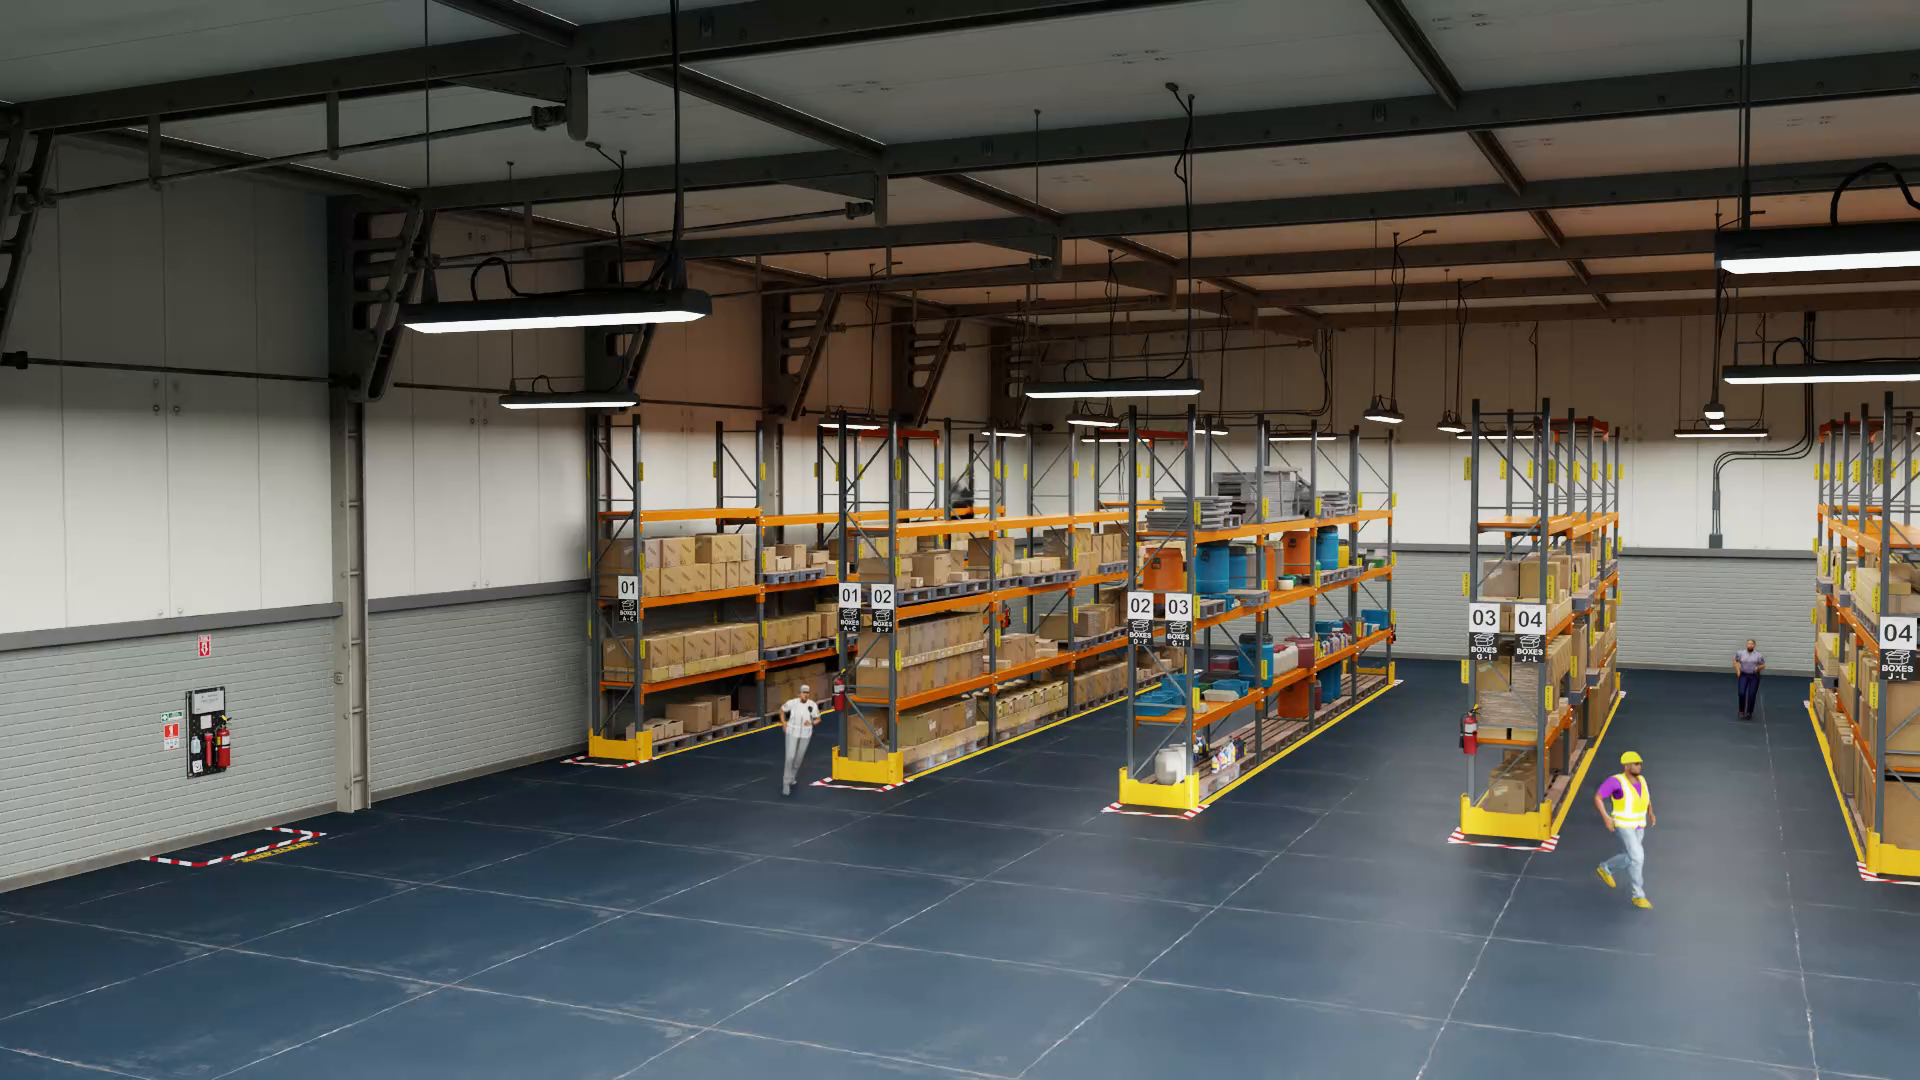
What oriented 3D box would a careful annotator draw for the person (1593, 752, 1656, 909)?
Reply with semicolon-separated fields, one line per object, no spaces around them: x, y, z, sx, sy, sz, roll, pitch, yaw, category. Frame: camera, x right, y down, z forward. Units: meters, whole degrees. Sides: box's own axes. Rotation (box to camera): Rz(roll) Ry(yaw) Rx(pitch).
7.760;3.353;19.411;0.715;1.799;0.879;-1;3;-27;person

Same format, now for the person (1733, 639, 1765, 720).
15.921;2.814;33.556;0.578;1.647;0.660;1;3;24;person

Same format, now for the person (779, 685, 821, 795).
-2.522;3.120;26.182;0.650;1.701;0.797;-1;2;-15;person
